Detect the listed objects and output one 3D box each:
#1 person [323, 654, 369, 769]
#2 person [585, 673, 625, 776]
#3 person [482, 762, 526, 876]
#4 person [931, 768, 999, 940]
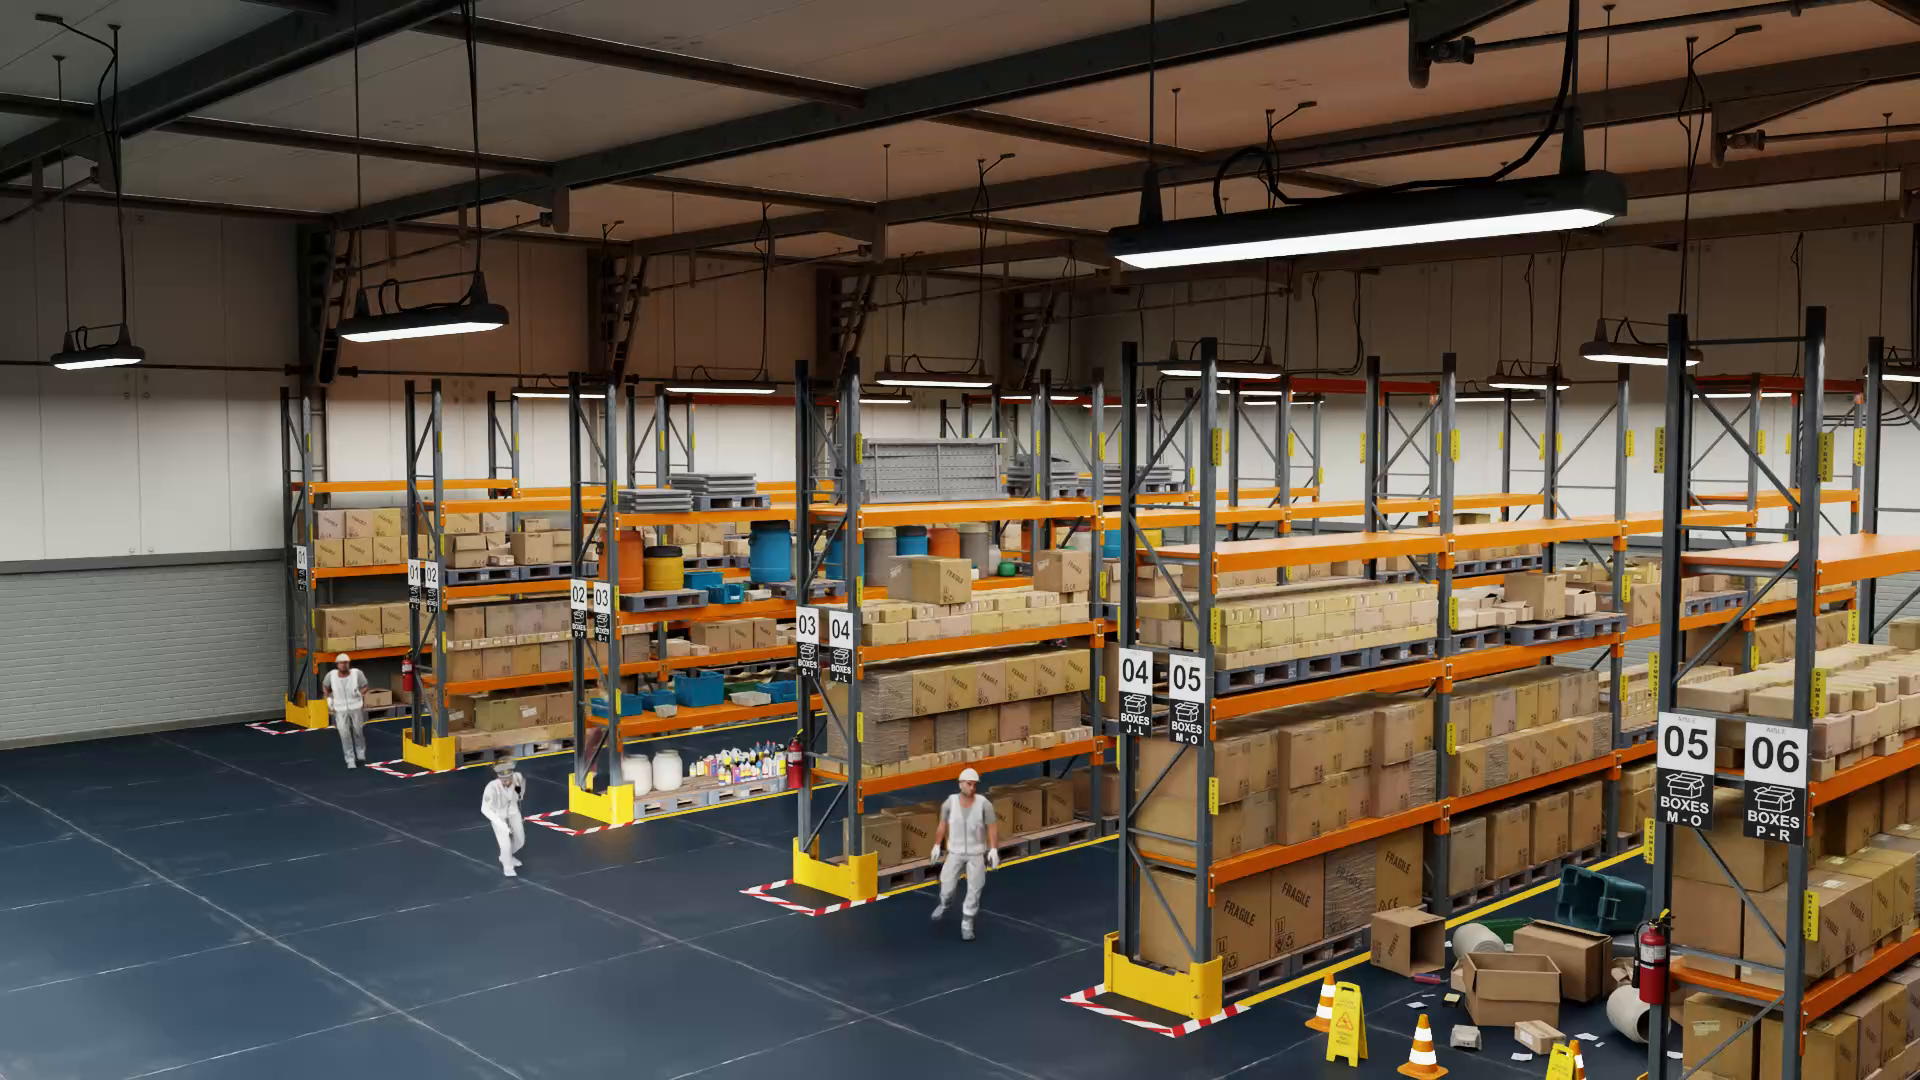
[{"bbox_3d":[-9.504,2.619,25.765,0.676,1.757,0.877,-1,4,-22],"label":"person"},{"bbox_3d":[-5.188,2.758,24.519,0.783,1.645,0.646,-2,4,-28],"label":"person"},{"bbox_3d":[-5.299,3.236,19.345,0.606,1.395,0.929,-3,5,-36],"label":"person"},{"bbox_3d":[0.051,3.189,17.071,0.709,1.756,0.684,0,4,2],"label":"person"}]
